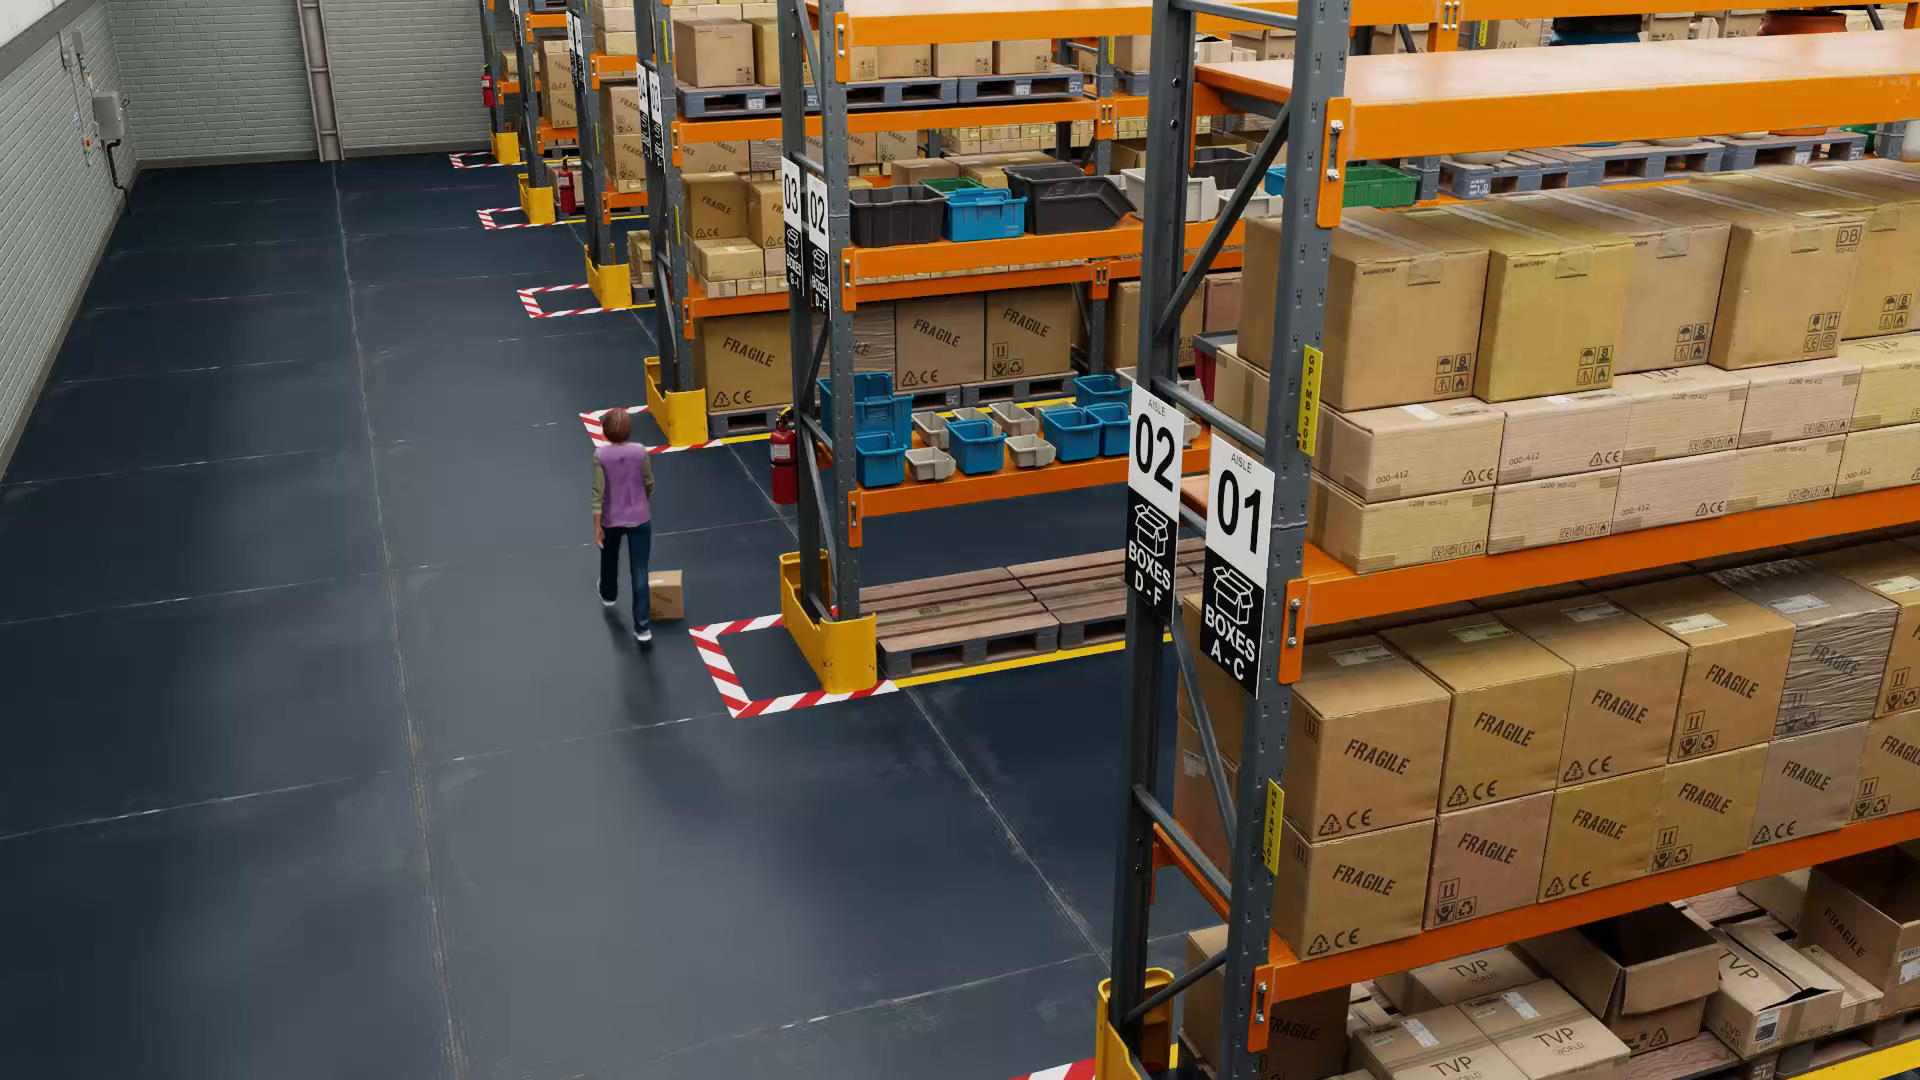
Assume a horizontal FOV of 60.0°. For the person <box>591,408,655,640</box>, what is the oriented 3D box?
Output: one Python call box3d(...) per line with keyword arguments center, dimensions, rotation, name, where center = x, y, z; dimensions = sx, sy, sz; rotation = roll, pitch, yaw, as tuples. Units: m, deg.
box3d(center=(-2.269, -0.168, 11.189), dimensions=(0.457, 1.535, 0.959), rotation=(-5, 23, -11), name="person")
